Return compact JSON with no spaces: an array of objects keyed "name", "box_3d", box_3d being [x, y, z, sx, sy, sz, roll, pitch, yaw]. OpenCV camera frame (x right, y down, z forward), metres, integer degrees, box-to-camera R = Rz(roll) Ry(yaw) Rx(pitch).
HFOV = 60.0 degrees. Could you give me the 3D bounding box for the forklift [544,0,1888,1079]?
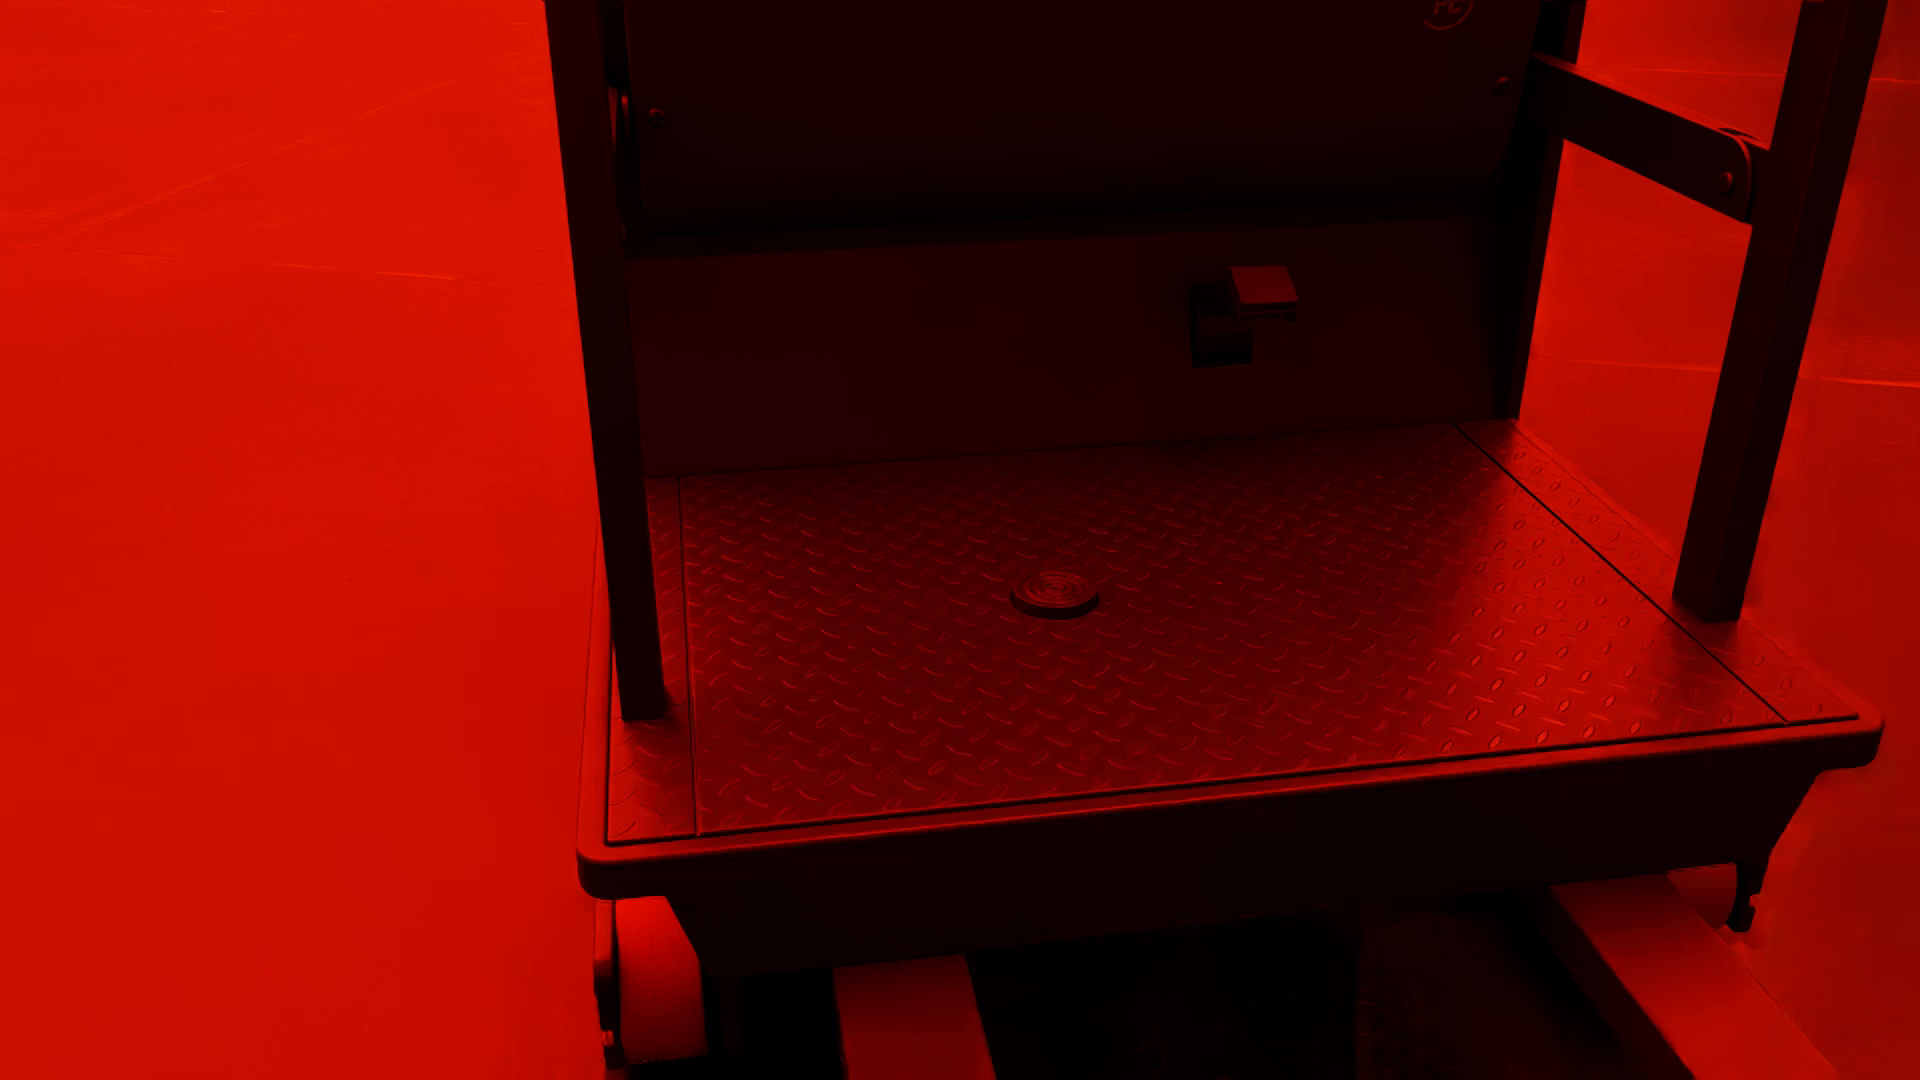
[{"name":"forklift","box_3d":[0.171,-1.002,1.232,1.130,2.935,3.031,-4,27,-9]}]
